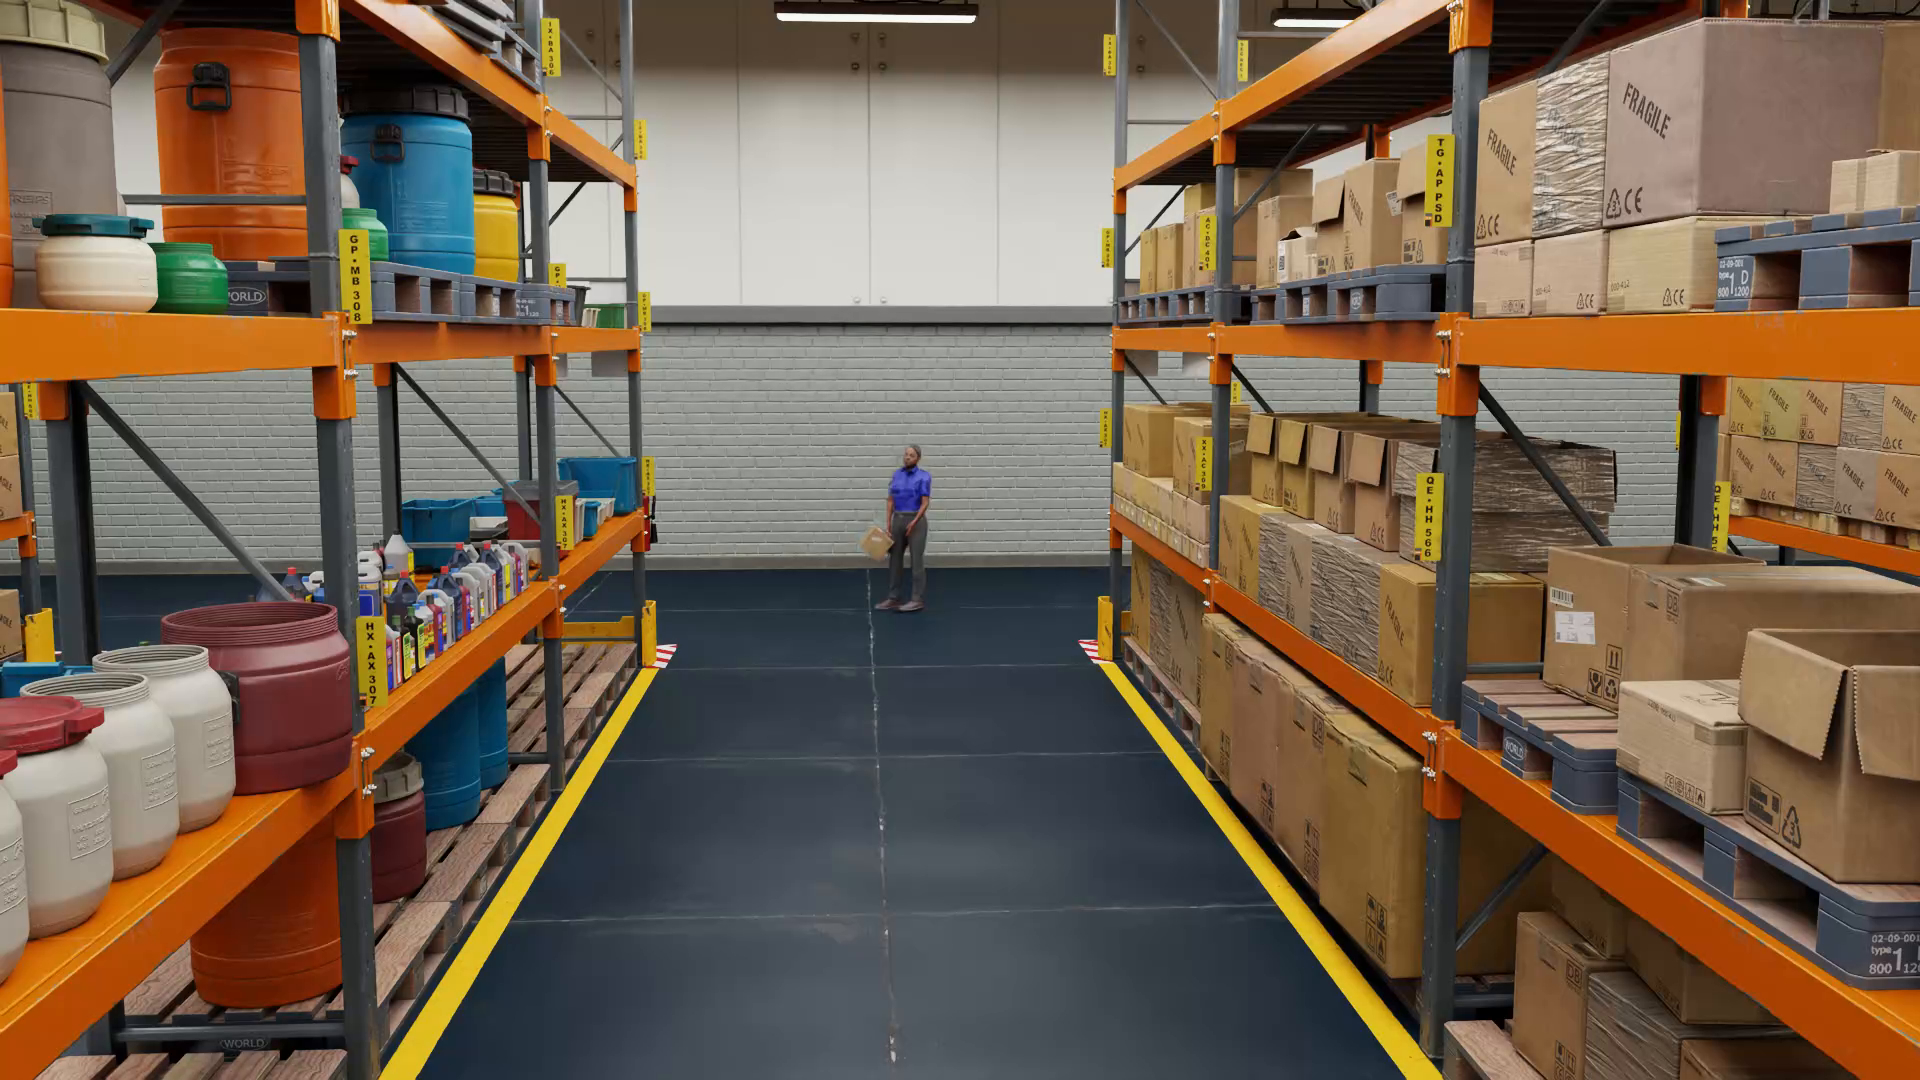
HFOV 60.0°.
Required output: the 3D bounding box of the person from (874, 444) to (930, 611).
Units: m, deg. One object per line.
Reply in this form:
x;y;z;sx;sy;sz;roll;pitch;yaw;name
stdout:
-0.576;-0.125;16.680;0.538;1.666;0.421;3;8;23;person
